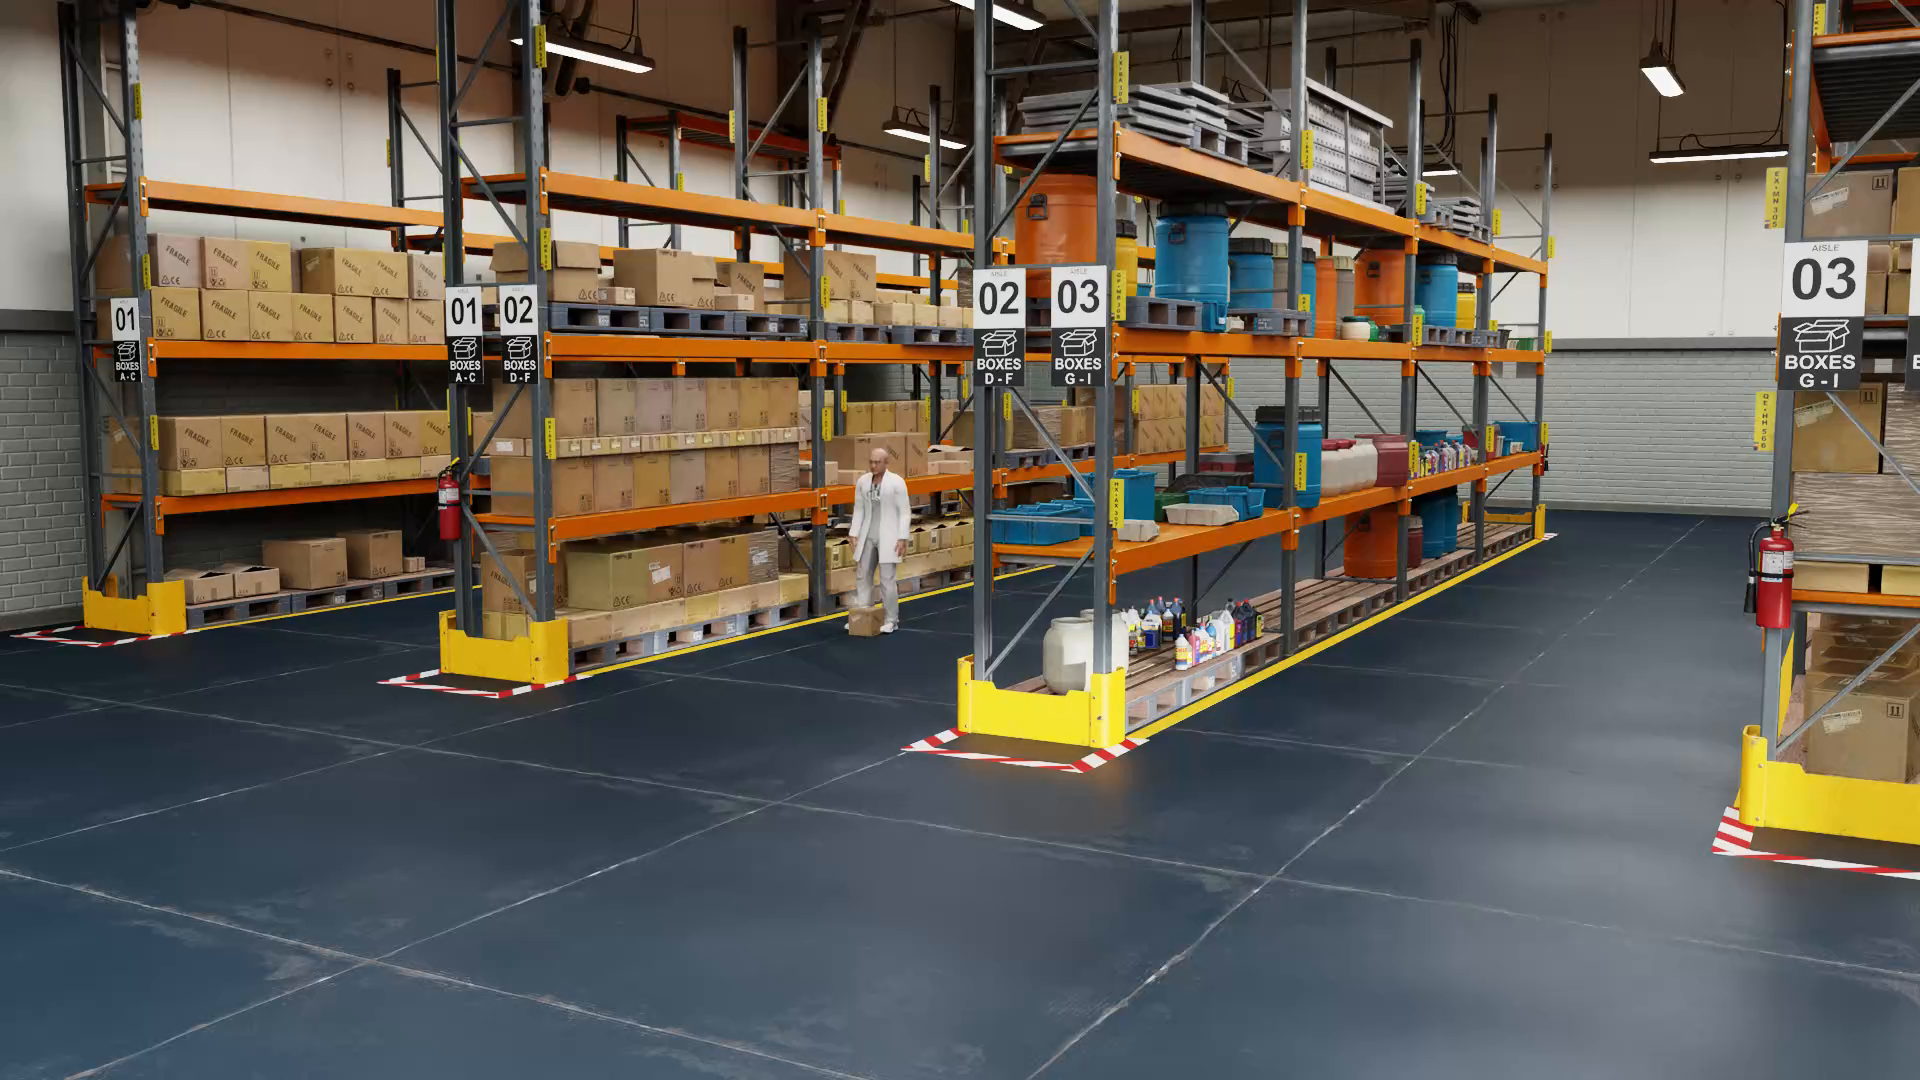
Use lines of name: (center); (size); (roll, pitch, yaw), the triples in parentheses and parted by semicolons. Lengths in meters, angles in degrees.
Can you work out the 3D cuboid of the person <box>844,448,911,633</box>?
person: (-0.778, -0.002, 16.083); (0.655, 1.775, 0.419); (3, 6, 27)
